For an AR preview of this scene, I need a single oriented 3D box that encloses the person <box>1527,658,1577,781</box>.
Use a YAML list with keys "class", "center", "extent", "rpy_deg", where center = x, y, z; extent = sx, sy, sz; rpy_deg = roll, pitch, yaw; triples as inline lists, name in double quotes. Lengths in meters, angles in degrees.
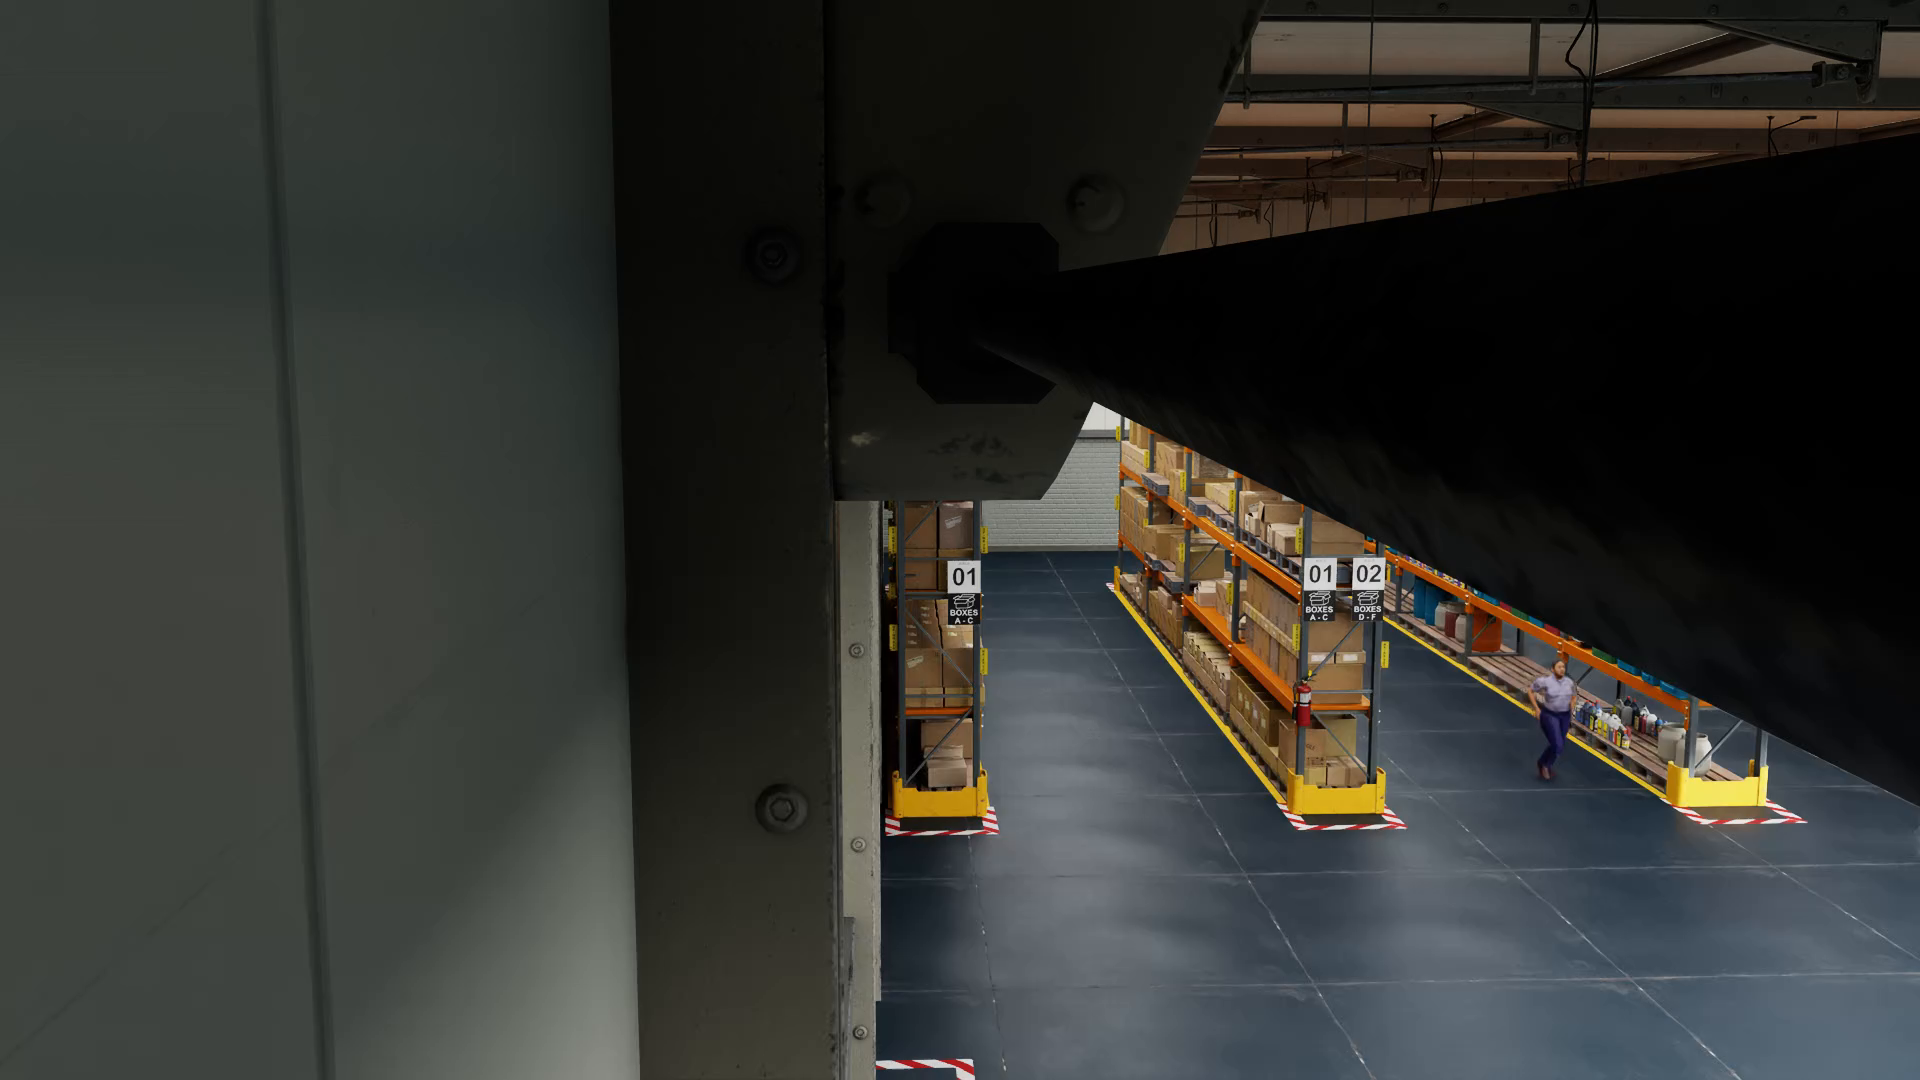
- class: "person"
  center: [7.871, 2.374, 21.971]
  extent: [0.578, 1.633, 0.648]
  rpy_deg: [-2, 8, -14]
